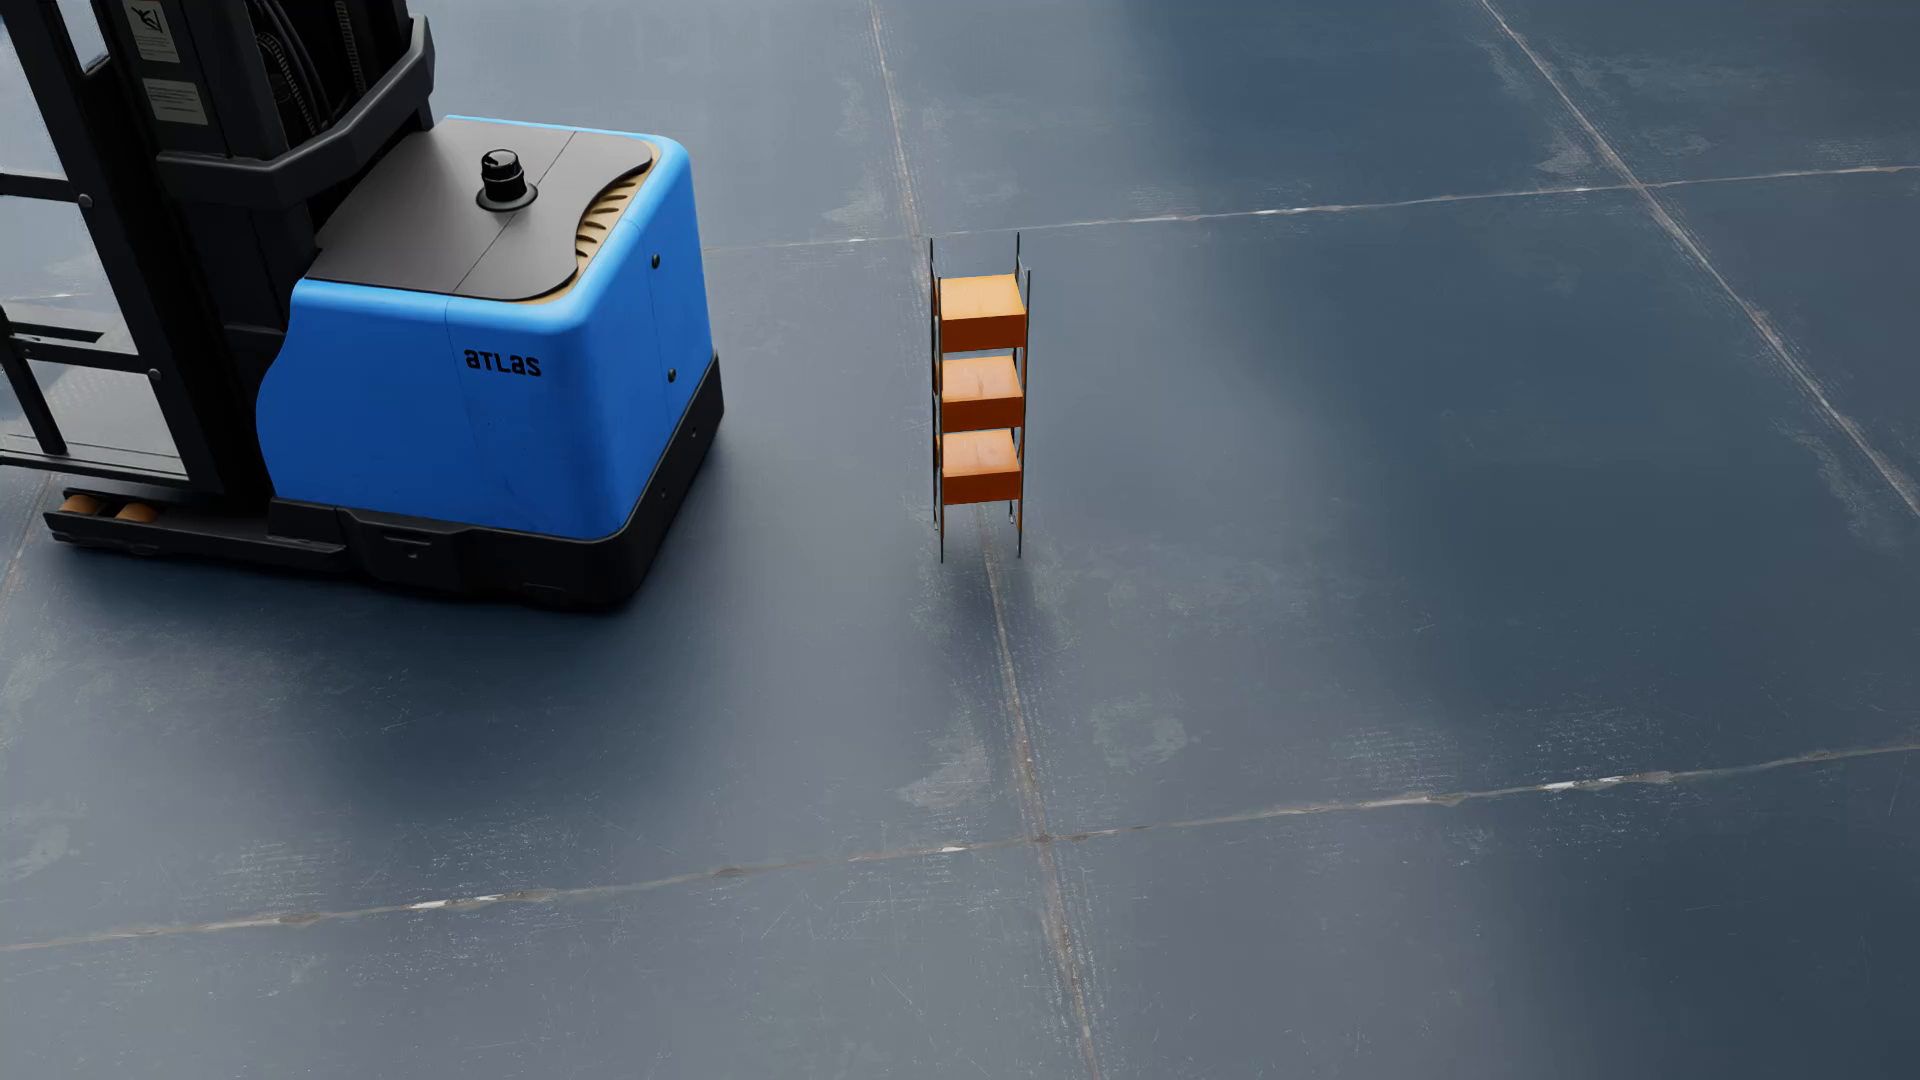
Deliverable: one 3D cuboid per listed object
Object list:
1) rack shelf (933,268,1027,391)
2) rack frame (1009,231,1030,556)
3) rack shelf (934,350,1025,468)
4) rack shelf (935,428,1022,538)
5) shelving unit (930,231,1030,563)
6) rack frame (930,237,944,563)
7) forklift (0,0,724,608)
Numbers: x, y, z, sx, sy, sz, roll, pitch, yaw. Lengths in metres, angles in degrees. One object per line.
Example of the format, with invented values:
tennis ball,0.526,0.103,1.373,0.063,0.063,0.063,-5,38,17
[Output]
rack shelf,0.053,-0.597,4.721,0.240,0.259,0.215,-5,42,-6
rack frame,0.174,-0.405,4.915,0.008,1.050,0.200,-5,42,-6
rack shelf,0.053,-0.387,4.911,0.240,0.259,0.215,-5,42,-6
rack shelf,0.053,-0.180,5.097,0.240,0.259,0.215,-5,42,-6
shelving unit,0.053,-0.394,4.904,0.252,1.050,0.215,-5,42,-6
rack frame,-0.068,-0.384,4.892,0.008,1.050,0.200,-5,42,-6
forklift,-2.366,-1.378,4.590,3.031,2.935,1.130,8,43,8
